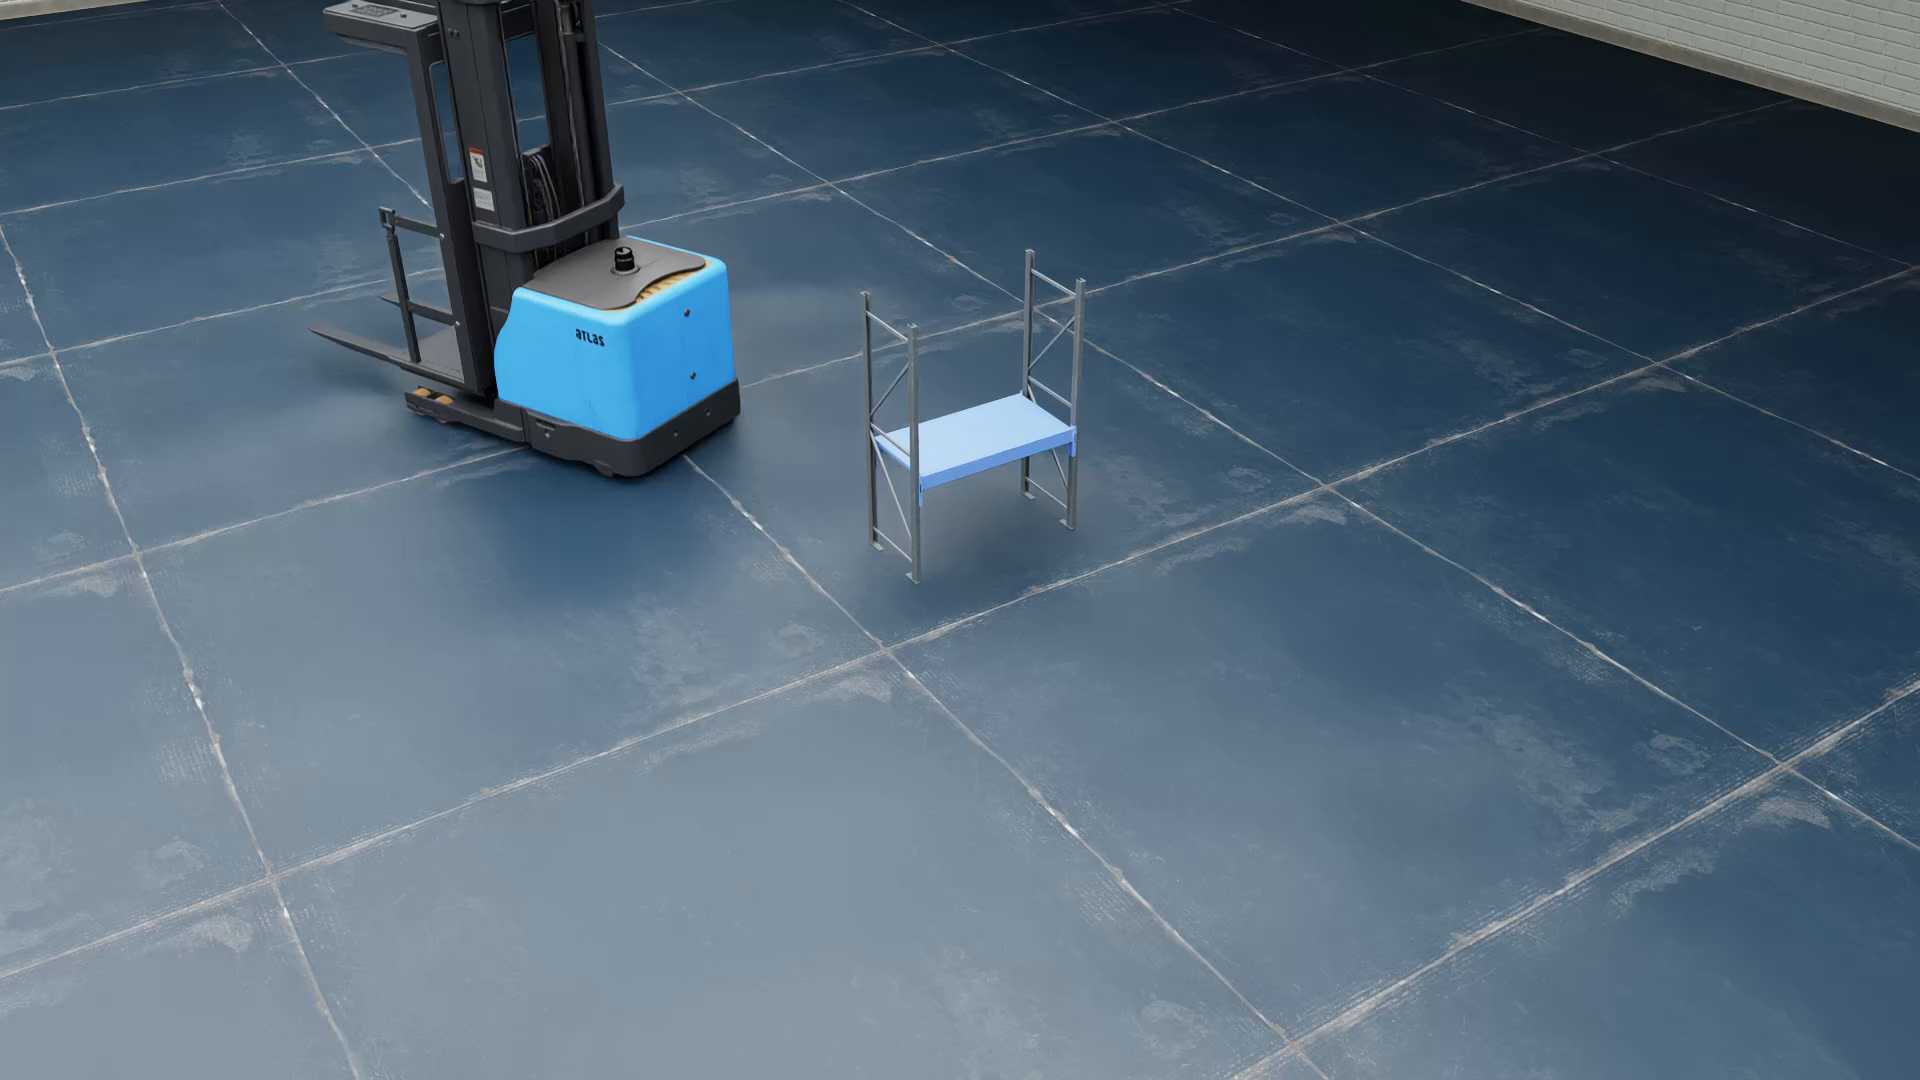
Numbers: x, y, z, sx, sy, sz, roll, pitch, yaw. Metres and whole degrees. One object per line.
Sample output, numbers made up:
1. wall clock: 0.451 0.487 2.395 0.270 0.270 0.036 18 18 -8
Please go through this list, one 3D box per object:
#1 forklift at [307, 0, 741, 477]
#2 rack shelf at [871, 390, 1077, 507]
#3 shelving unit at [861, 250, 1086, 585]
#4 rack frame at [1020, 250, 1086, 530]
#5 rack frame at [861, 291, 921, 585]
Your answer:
1. forklift: -2.891 -2.191 9.976 3.031 2.935 1.130 18 37 27
2. rack shelf: 0.072 -0.507 8.985 1.000 0.185 0.538 -19 37 -27
3. shelving unit: 0.072 -0.659 8.889 1.048 1.500 0.538 -19 37 -27
4. rack frame: 0.499 -0.806 9.122 0.032 1.500 0.500 -19 37 -27
5. rack frame: -0.356 -0.512 8.656 0.032 1.500 0.500 -19 37 -27
